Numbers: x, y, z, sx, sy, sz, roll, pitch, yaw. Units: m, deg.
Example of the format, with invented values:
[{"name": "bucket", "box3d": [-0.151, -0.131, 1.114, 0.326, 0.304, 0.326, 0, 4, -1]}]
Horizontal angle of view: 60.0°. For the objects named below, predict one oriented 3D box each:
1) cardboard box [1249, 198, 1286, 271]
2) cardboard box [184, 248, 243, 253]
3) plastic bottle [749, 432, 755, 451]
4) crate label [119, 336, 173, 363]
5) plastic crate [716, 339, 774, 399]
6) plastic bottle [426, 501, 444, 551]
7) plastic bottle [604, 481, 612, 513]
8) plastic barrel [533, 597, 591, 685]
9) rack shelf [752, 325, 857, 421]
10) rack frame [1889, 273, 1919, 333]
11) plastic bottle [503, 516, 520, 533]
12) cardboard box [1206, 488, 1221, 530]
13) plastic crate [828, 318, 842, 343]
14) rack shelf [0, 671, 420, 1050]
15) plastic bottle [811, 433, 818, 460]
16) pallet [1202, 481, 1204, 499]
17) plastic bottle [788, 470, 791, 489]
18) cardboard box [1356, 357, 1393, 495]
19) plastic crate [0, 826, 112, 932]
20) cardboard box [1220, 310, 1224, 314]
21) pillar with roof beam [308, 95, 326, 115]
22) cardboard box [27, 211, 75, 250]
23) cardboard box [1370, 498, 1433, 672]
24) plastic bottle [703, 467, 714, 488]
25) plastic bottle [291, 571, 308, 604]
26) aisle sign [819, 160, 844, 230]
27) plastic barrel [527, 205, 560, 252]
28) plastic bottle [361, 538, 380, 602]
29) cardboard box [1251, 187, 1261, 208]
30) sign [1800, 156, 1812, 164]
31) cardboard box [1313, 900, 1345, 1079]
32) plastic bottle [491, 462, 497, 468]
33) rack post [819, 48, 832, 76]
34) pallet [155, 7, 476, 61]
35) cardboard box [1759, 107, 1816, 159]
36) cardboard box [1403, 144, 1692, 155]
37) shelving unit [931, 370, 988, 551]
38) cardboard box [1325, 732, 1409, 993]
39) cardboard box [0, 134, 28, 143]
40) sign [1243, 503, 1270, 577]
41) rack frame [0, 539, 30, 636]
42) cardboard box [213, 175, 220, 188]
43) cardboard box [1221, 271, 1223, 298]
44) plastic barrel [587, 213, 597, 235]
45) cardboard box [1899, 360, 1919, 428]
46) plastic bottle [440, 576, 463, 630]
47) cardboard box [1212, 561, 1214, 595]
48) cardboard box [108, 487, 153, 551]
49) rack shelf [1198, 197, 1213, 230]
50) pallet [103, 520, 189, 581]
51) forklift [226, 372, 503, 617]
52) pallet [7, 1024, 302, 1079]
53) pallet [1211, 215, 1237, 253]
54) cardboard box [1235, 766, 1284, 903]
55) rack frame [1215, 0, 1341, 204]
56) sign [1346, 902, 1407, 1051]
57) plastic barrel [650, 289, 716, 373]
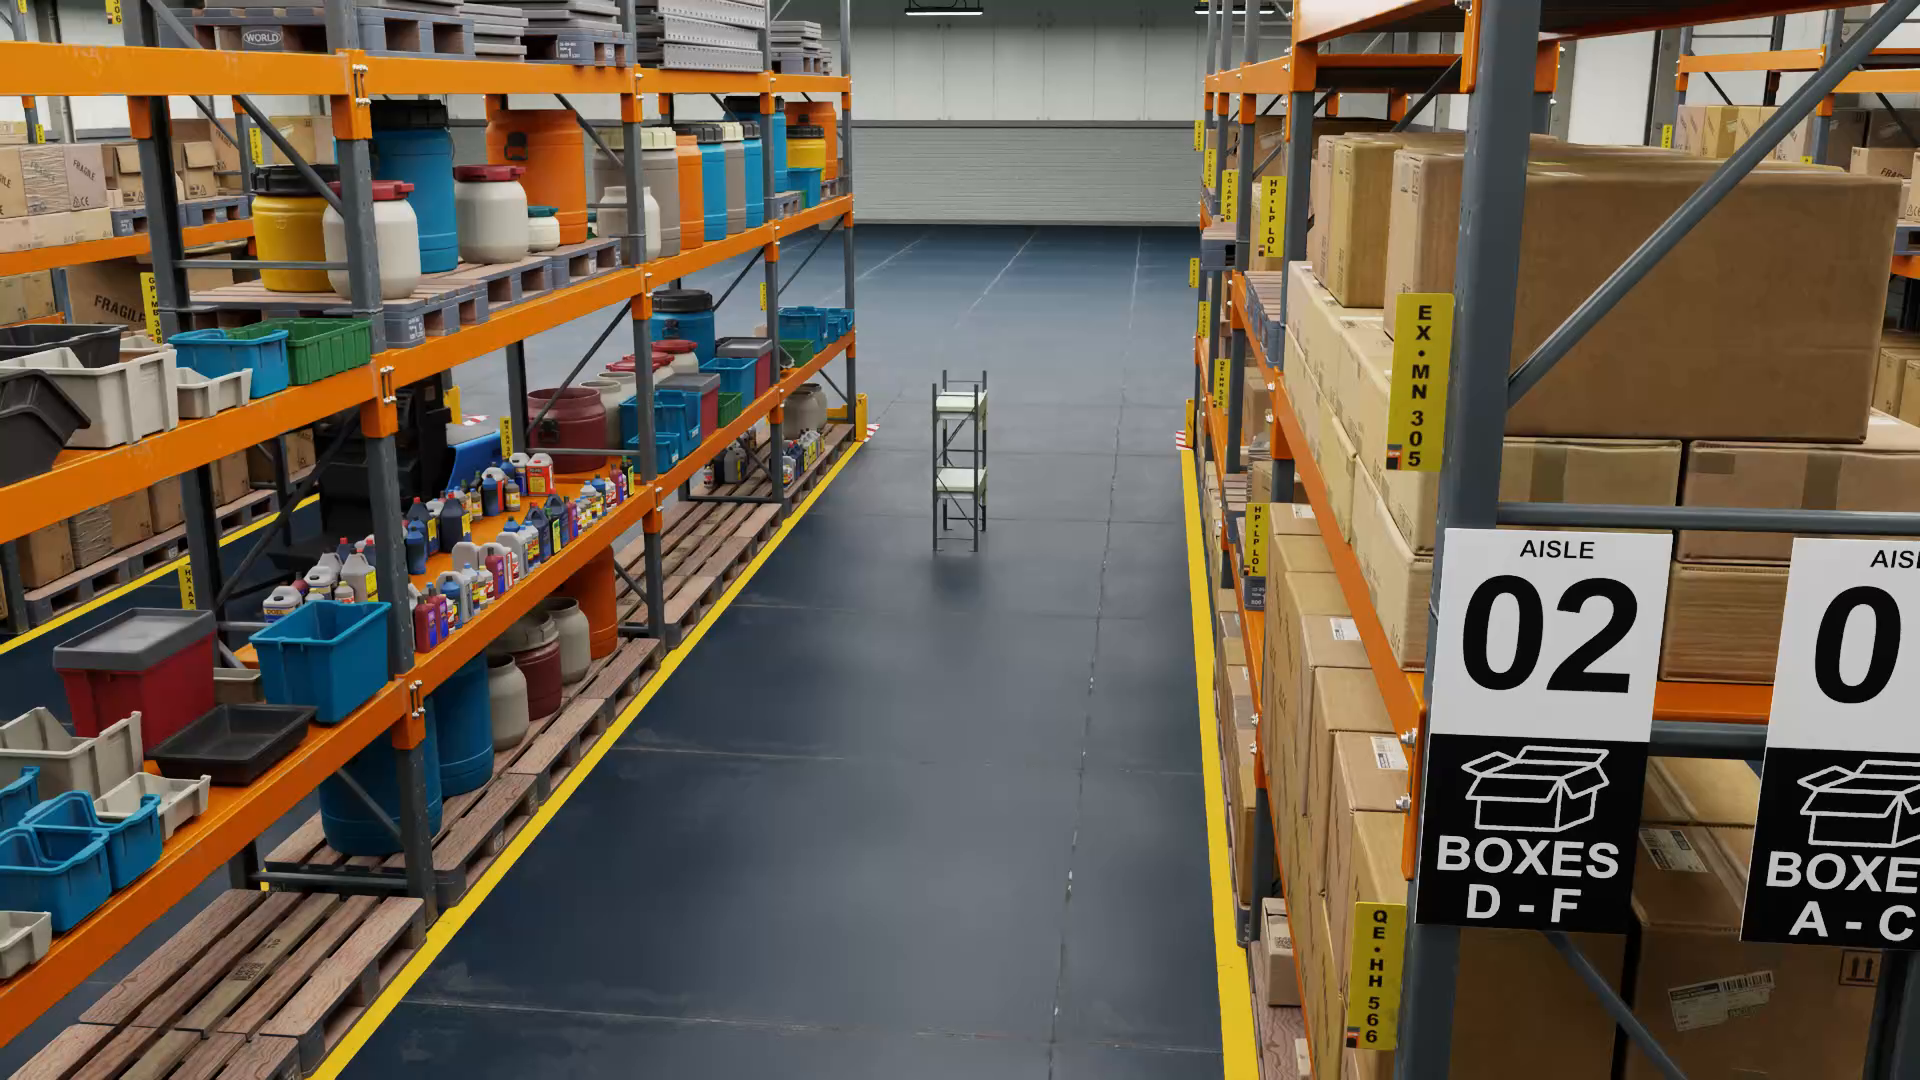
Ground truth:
[{"name": "cardboard box", "box3d": [2.272, -1.845, 10.302, 0.910, 0.500, 0.500, 2, 15, 6]}, {"name": "cardboard box", "box3d": [-7.326, -2.593, 16.327, 0.500, 0.500, 0.500, 2, 15, 6]}, {"name": "plastic bottle", "box3d": [-2.257, -1.059, 17.848, 0.097, 0.201, 0.097, 0, 15, 0]}, {"name": "crate label", "box3d": [-3.427, -0.775, 7.040, 0.293, 0.136, 0.466, 2, 15, 6]}, {"name": "plastic crate", "box3d": [-1.933, -1.544, 15.002, 0.402, 0.464, 0.583, 2, 15, 6]}, {"name": "plastic bottle", "box3d": [-3.160, -0.088, 9.978, 0.152, 0.276, 0.135, 2, 15, 6]}, {"name": "plastic bottle", "box3d": [-2.323, -0.282, 10.840, 0.097, 0.201, 0.097, 0, 15, 0]}, {"name": "plastic barrel", "box3d": [-2.647, 0.665, 10.919, 0.421, 0.512, 0.421, 0, 15, 0]}, {"name": "rack shelf", "box3d": [-1.956, -1.819, 17.521, 1.077, 0.370, 4.000, 2, 15, 6]}, {"name": "rack frame", "box3d": [7.662, -1.356, 14.429, 1.000, 3.000, 0.127, 2, 15, 6]}, {"name": "plastic bottle", "box3d": [-2.604, -0.004, 9.675, 0.097, 0.271, 0.097, 0, 15, 0]}, {"name": "cardboard box", "box3d": [2.326, -0.283, 13.851, 0.500, 0.311, 0.500, 1, 15, 4]}, {"name": "plastic crate", "box3d": [-1.569, -2.306, 18.229, 0.499, 0.251, 0.408, 2, 15, 6]}, {"name": "rack shelf", "box3d": [-3.310, 1.293, 6.011, 1.077, 0.370, 4.000, 2, 15, 6]}, {"name": "plastic bottle", "box3d": [-1.574, -0.993, 17.462, 0.152, 0.276, 0.135, 1, 15, 5]}, {"name": "pallet", "box3d": [2.871, -0.360, 16.087, 1.003, 0.211, 1.213, 2, 15, 6]}, {"name": "plastic bottle", "box3d": [-1.699, -0.605, 16.171, 0.097, 0.201, 0.097, 0, 15, 0]}, {"name": "cardboard box", "box3d": [1.246, -0.276, 4.018, 0.500, 0.250, 0.500, 2, 15, 6]}, {"name": "plastic crate", "box3d": [-3.032, 1.121, 5.476, 0.416, 0.233, 0.300, 2, 15, 6]}, {"name": "cardboard box", "box3d": [2.614, -2.071, 15.640, 0.380, 0.149, 0.250, 1, 15, 5]}, {"name": "pillar with roof beam", "box3d": [-14.742, -13.664, 48.454, 9.100, 9.000, 0.548, 2, 15, 6]}, {"name": "cardboard box", "box3d": [-7.190, -2.379, 12.755, 0.500, 0.250, 0.500, 2, 15, 8]}, {"name": "cardboard box", "box3d": [1.181, 0.095, 3.605, 0.500, 0.250, 0.500, 2, 15, 6]}, {"name": "plastic bottle", "box3d": [-2.451, -0.612, 16.198, 0.097, 0.201, 0.097, 0, 15, 0]}, {"name": "plastic bottle", "box3d": [-3.381, 0.311, 8.490, 0.061, 0.283, 0.133, 2, 15, 6]}, {"name": "aisle sign", "box3d": [-1.427, -3.950, 19.042, 0.394, 0.787, 0.004, 2, 15, 6]}, {"name": "plastic barrel", "box3d": [-2.609, -1.912, 10.199, 0.301, 0.262, 0.301, 0, 15, 0]}, {"name": "plastic bottle", "box3d": [-3.142, 0.159, 8.920, 0.144, 0.351, 0.185, 2, 15, 6]}, {"name": "cardboard box", "box3d": [2.400, -2.445, 12.195, 0.500, 0.250, 0.500, 1, 15, 5]}, {"name": "sign", "box3d": [7.122, -3.067, 14.022, 0.100, 0.325, 0.005, 2, 15, 6]}, {"name": "cardboard box", "box3d": [1.220, 1.305, 4.399, 0.500, 0.500, 0.500, 2, 15, 7]}, {"name": "plastic bottle", "box3d": [-3.086, -0.367, 10.997, 0.061, 0.283, 0.133, 2, 15, 6]}, {"name": "rack post", "box3d": [-1.942, -5.147, 17.916, 0.937, 0.300, 0.954, 3, 15, 12]}, {"name": "pallet", "box3d": [-3.022, -2.400, 7.926, 1.003, 0.211, 1.213, 2, 15, 6]}, {"name": "cardboard box", "box3d": [7.501, -3.625, 14.931, 0.500, 0.500, 0.500, 3, 15, 9]}, {"name": "cardboard box", "box3d": [1.667, -0.888, 4.846, 0.700, 0.500, 0.500, 2, 15, 6]}, {"name": "shelving unit", "box3d": [0.001, -0.726, 14.973, 0.431, 1.500, 0.755, 2, 15, 6]}, {"name": "cardboard box", "box3d": [1.218, 0.826, 4.253, 0.500, 0.500, 0.500, 2, 15, 8]}, {"name": "cardboard box", "box3d": [-11.346, -4.638, 19.543, 0.500, 0.250, 0.500, 2, 15, 7]}, {"name": "sign", "box3d": [1.285, 0.000, 7.198, 0.100, 0.325, 0.005, 2, 15, 6]}, {"name": "rack frame", "box3d": [-7.555, -0.756, 12.211, 1.000, 3.000, 0.127, 2, 15, 6]}, {"name": "cardboard box", "box3d": [-7.354, -3.454, 15.967, 0.380, 0.149, 0.250, 2, 15, 8]}, {"name": "cardboard box", "box3d": [2.896, -2.551, 16.174, 0.700, 0.500, 0.500, 2, 15, 6]}, {"name": "plastic barrel", "box3d": [-2.722, -2.328, 12.543, 0.301, 0.262, 0.301, 0, 15, 0]}, {"name": "cardboard box", "box3d": [7.372, -1.025, 12.171, 0.700, 0.500, 0.500, 2, 15, 6]}, {"name": "plastic bottle", "box3d": [-2.598, 0.317, 8.491, 0.097, 0.271, 0.097, 0, 15, 0]}, {"name": "cardboard box", "box3d": [2.219, 0.254, 12.941, 0.500, 0.250, 0.500, 2, 15, 8]}, {"name": "cardboard box", "box3d": [-7.392, -0.227, 14.203, 0.700, 0.500, 0.500, 3, 15, 11]}, {"name": "rack shelf", "box3d": [2.965, -3.120, 16.586, 1.077, 0.370, 4.000, 2, 15, 6]}, {"name": "pallet", "box3d": [-7.325, 0.072, 14.491, 1.003, 0.211, 1.213, 2, 15, 6]}, {"name": "forklift", "box3d": [-4.940, -1.036, 13.380, 1.130, 2.935, 3.031, 5, 16, 19]}, {"name": "pallet", "box3d": [-3.264, 2.283, 6.316, 1.003, 0.211, 1.213, 2, 15, 6]}, {"name": "pallet", "box3d": [2.399, -2.289, 12.495, 1.003, 0.211, 1.213, 2, 15, 9]}, {"name": "cardboard box", "box3d": [1.608, 1.432, 8.065, 0.500, 0.500, 0.500, 2, 15, 6]}, {"name": "rack frame", "box3d": [2.739, -4.397, 14.182, 1.000, 3.000, 0.127, 2, 15, 6]}, {"name": "sign", "box3d": [0.836, 0.879, 3.342, 0.100, 0.325, 0.005, 2, 15, 6]}, {"name": "plastic barrel", "box3d": [-2.527, -1.798, 15.105, 0.600, 0.901, 0.708, 2, 15, 6]}]
